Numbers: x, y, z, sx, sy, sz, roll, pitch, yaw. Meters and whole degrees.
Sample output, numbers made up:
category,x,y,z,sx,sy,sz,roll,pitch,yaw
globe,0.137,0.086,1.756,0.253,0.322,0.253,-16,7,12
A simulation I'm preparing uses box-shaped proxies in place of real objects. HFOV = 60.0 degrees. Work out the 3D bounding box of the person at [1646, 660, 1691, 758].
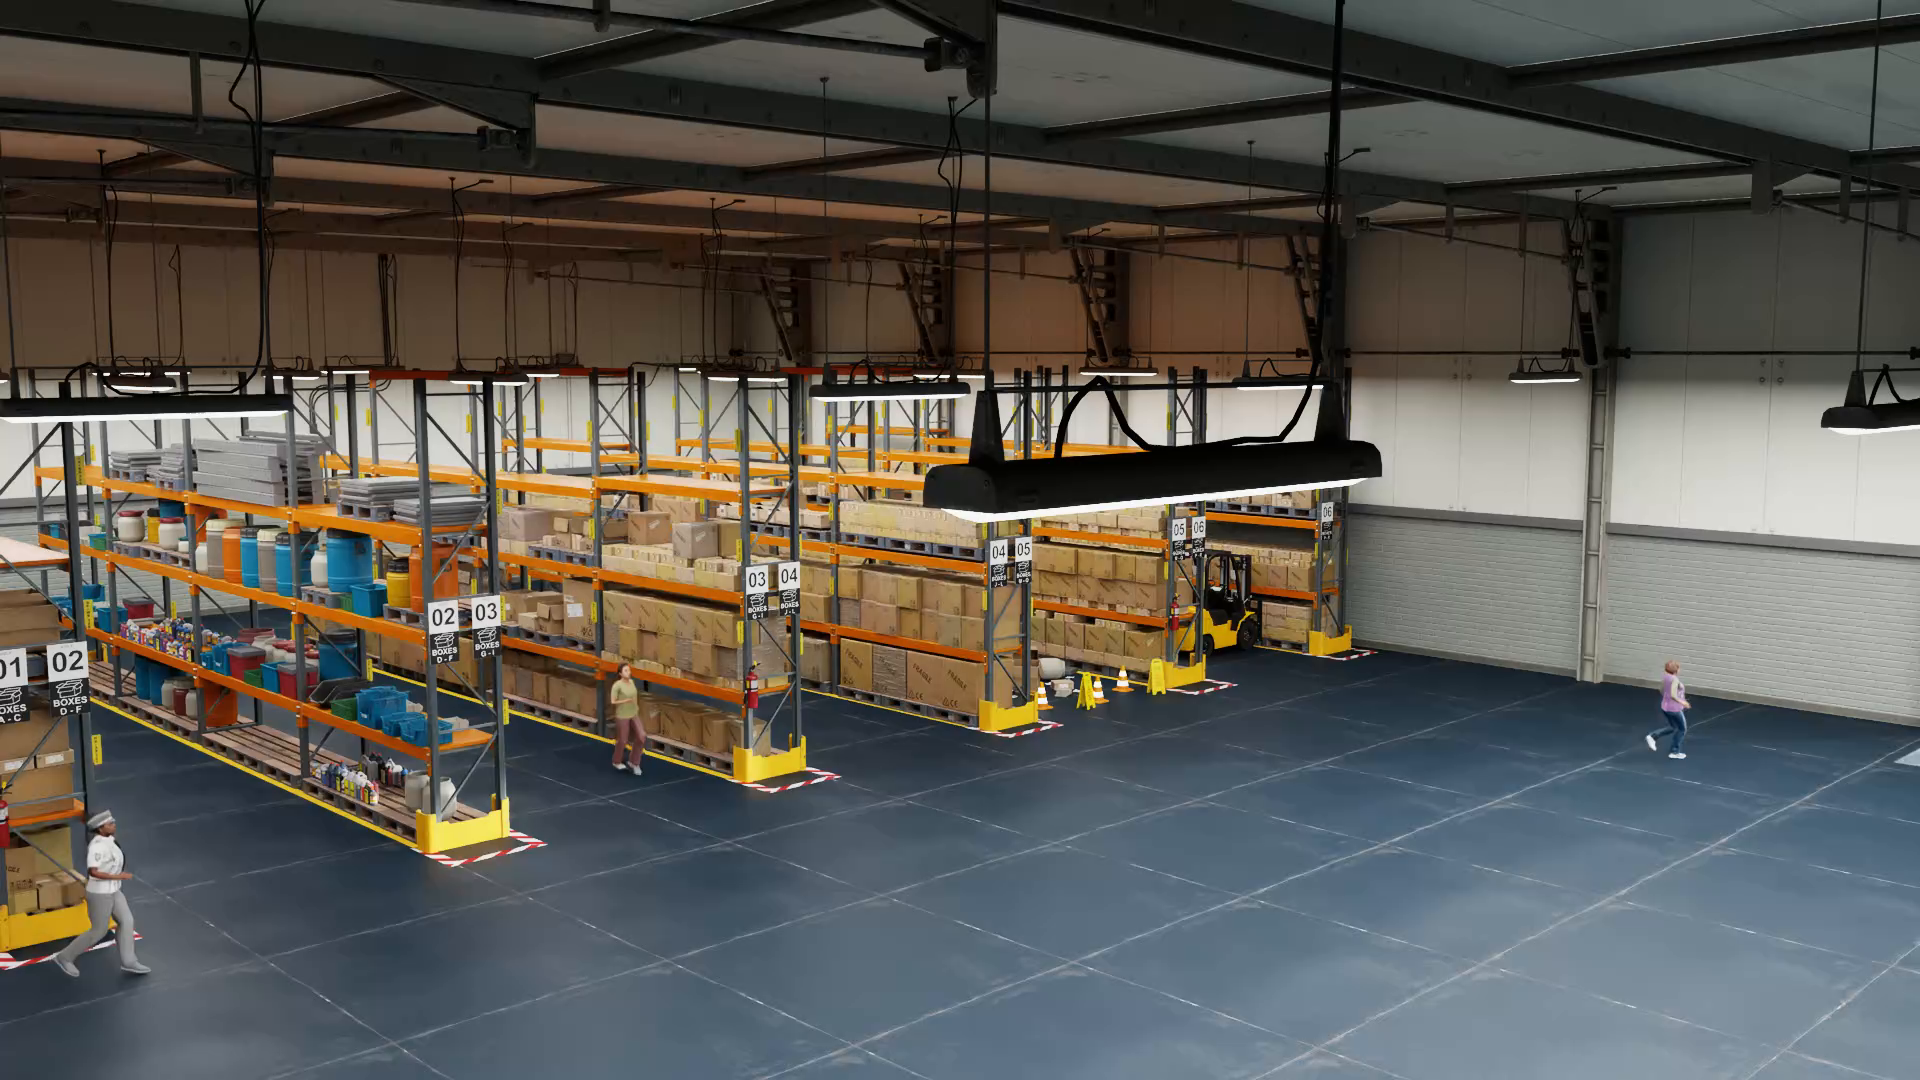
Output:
category,x,y,z,sx,sy,sz,roll,pitch,yaw
person,11.054,2.640,25.913,0.608,1.549,0.536,0,6,-1

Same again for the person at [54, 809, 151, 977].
category,x,y,z,sx,sy,sz,roll,pitch,yaw
person,-8.723,3.587,16.911,0.878,1.690,0.613,-1,7,-12

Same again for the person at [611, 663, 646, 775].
category,x,y,z,sx,sy,sz,roll,pitch,yaw
person,-5.006,2.688,24.986,0.670,1.705,0.558,6,9,44

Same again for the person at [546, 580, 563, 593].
category,x,y,z,sx,sy,sz,roll,pitch,yaw
person,-10.146,0.840,41.524,0.600,1.698,0.873,6,8,41
